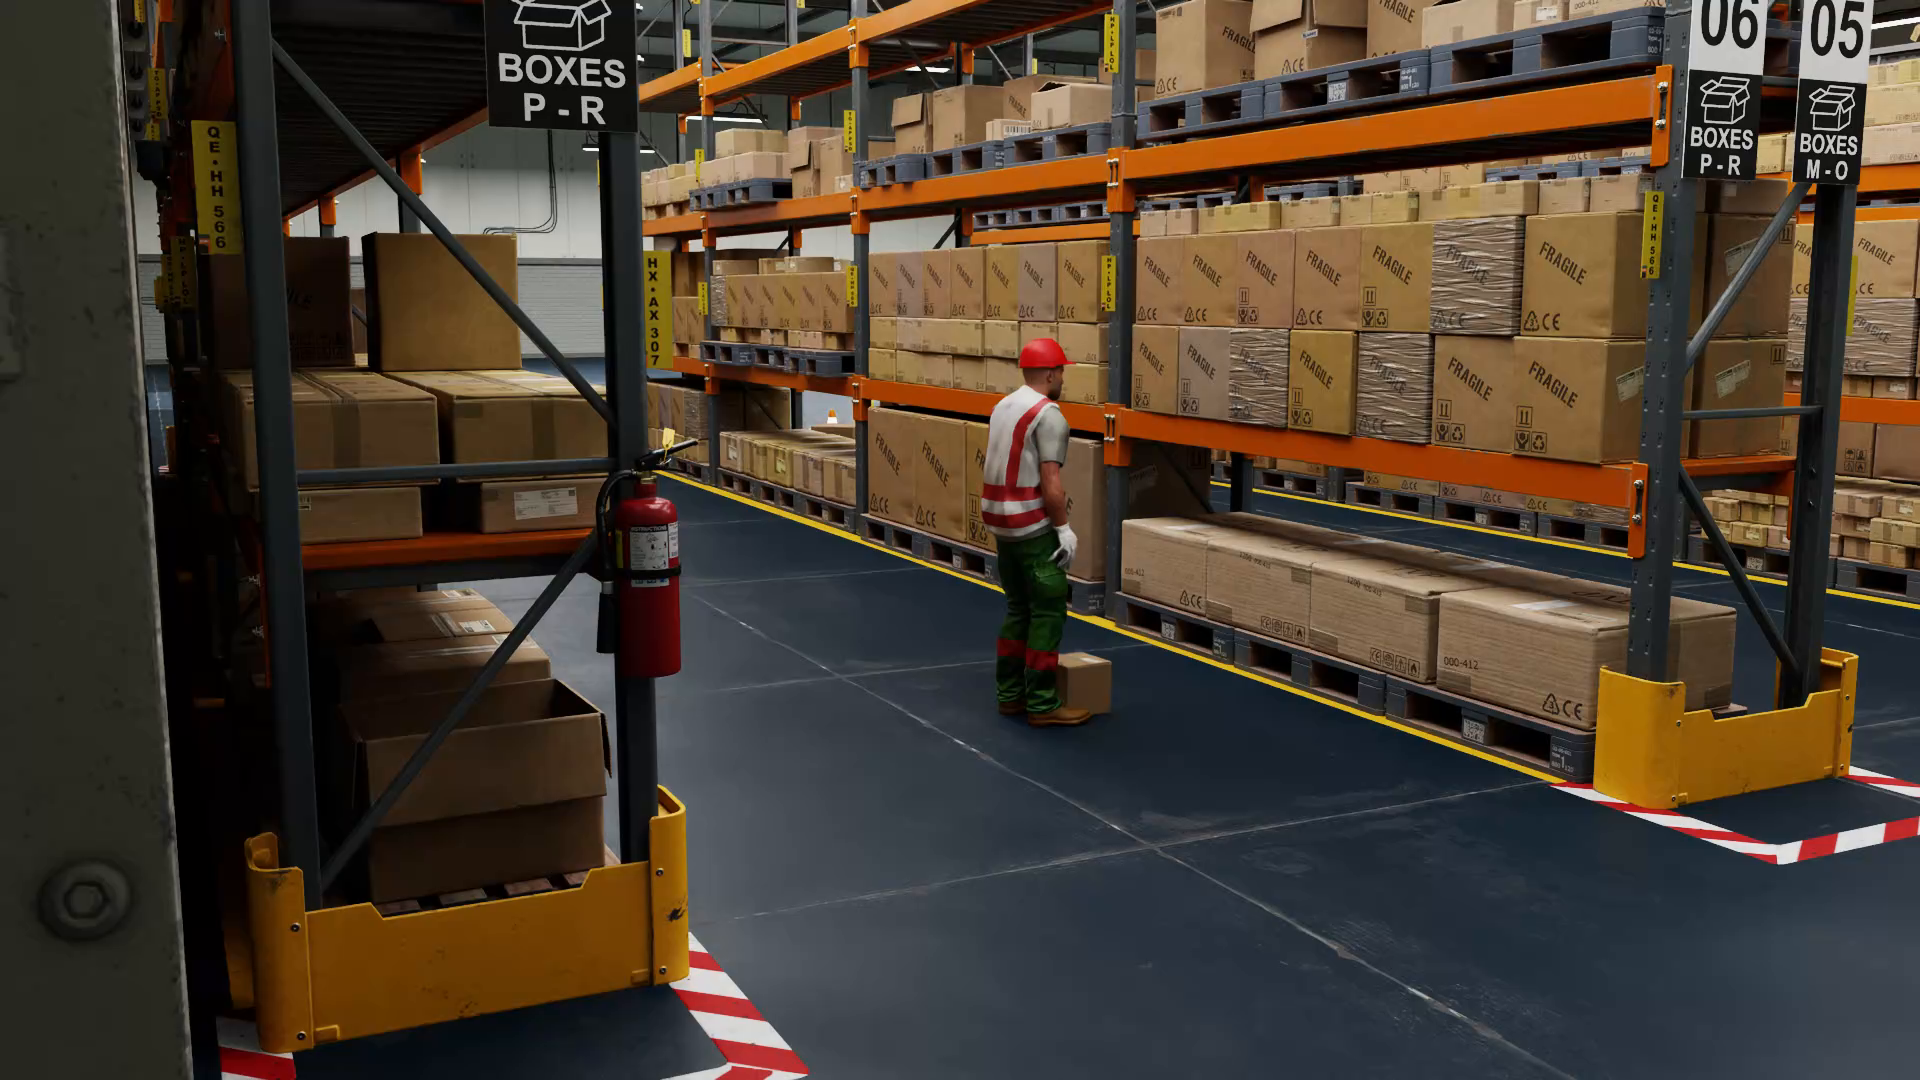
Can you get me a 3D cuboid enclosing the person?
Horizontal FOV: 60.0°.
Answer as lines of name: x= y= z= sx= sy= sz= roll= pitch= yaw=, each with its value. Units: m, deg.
person: x=0.343 y=-0.049 z=7.770 sx=0.445 sy=1.781 sz=0.621 roll=-5 pitch=10 yaw=-29
